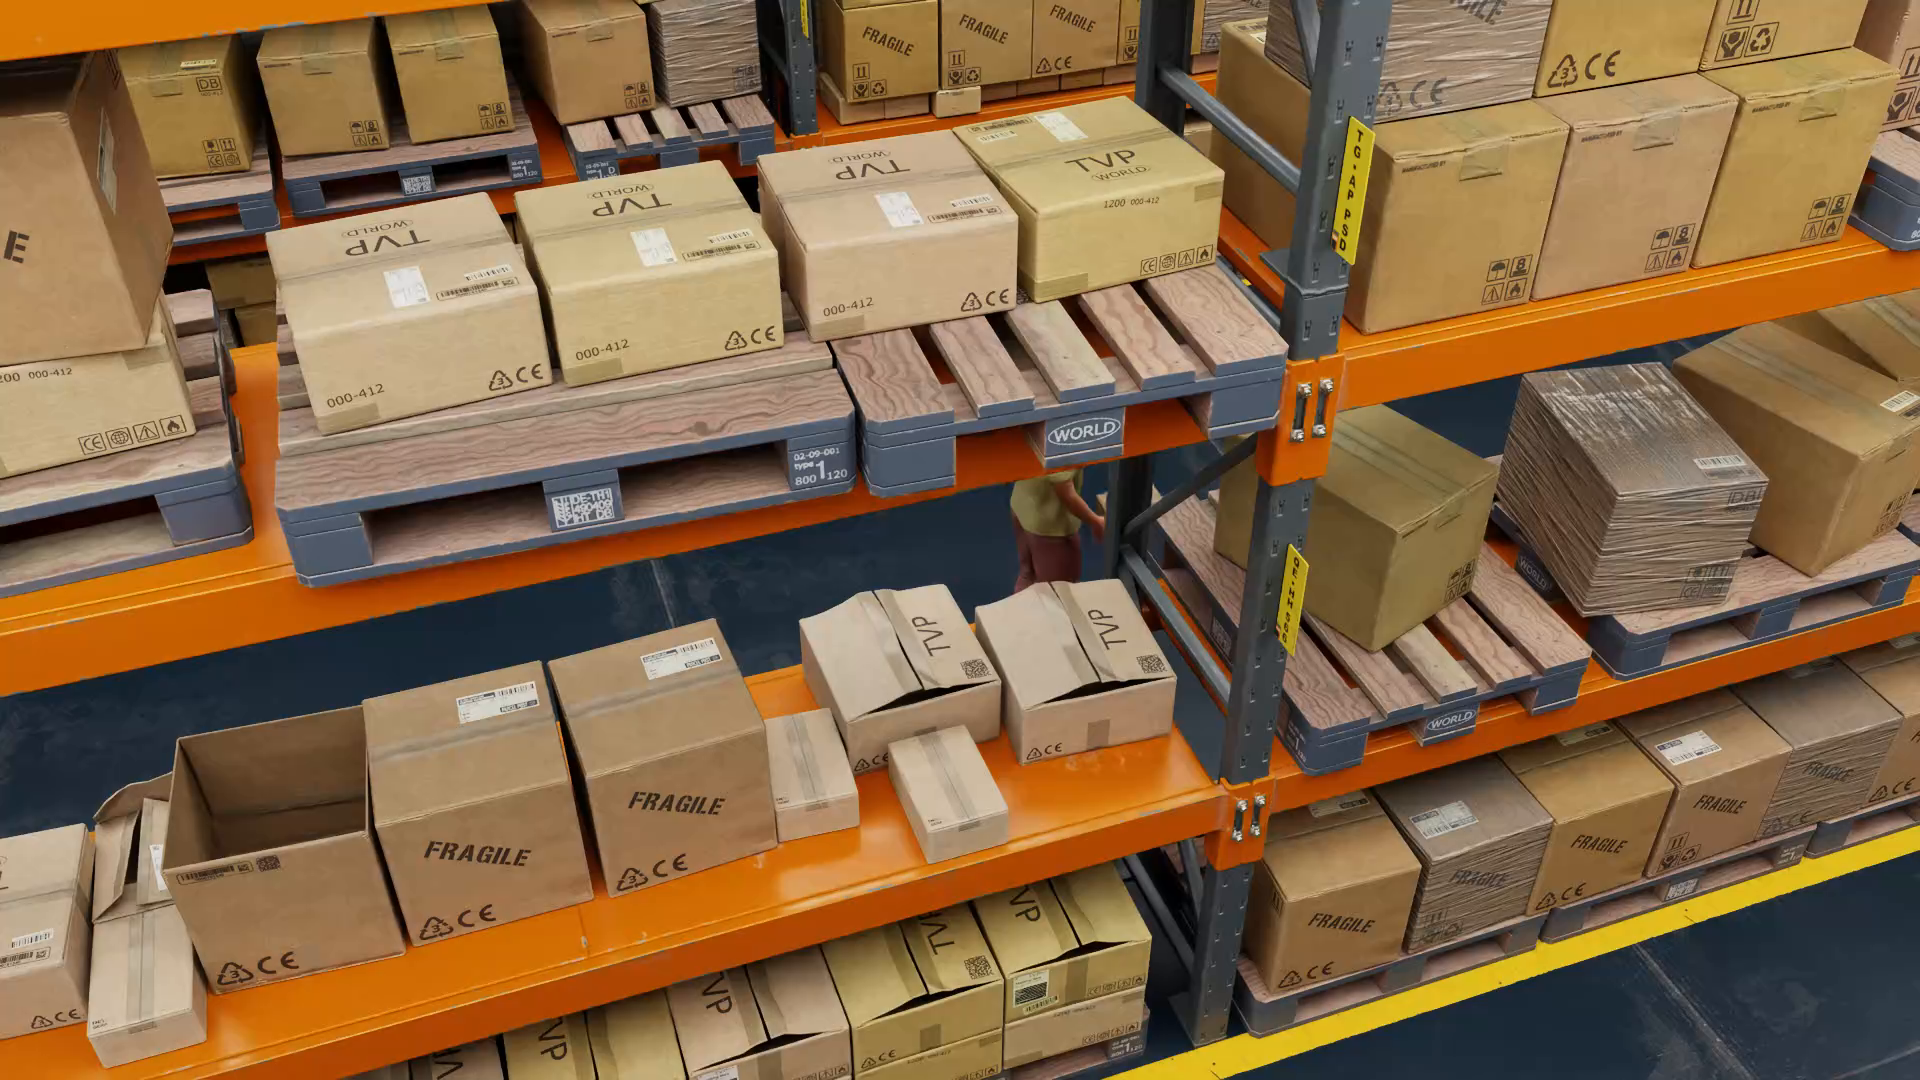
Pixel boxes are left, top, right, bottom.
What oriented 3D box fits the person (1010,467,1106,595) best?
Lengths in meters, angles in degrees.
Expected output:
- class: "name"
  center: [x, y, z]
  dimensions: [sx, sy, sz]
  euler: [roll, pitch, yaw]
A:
- class: "person"
  center: [0.381, -0.093, 6.908]
  dimensions: [0.394, 1.667, 0.519]
  euler: [-12, 40, -15]
